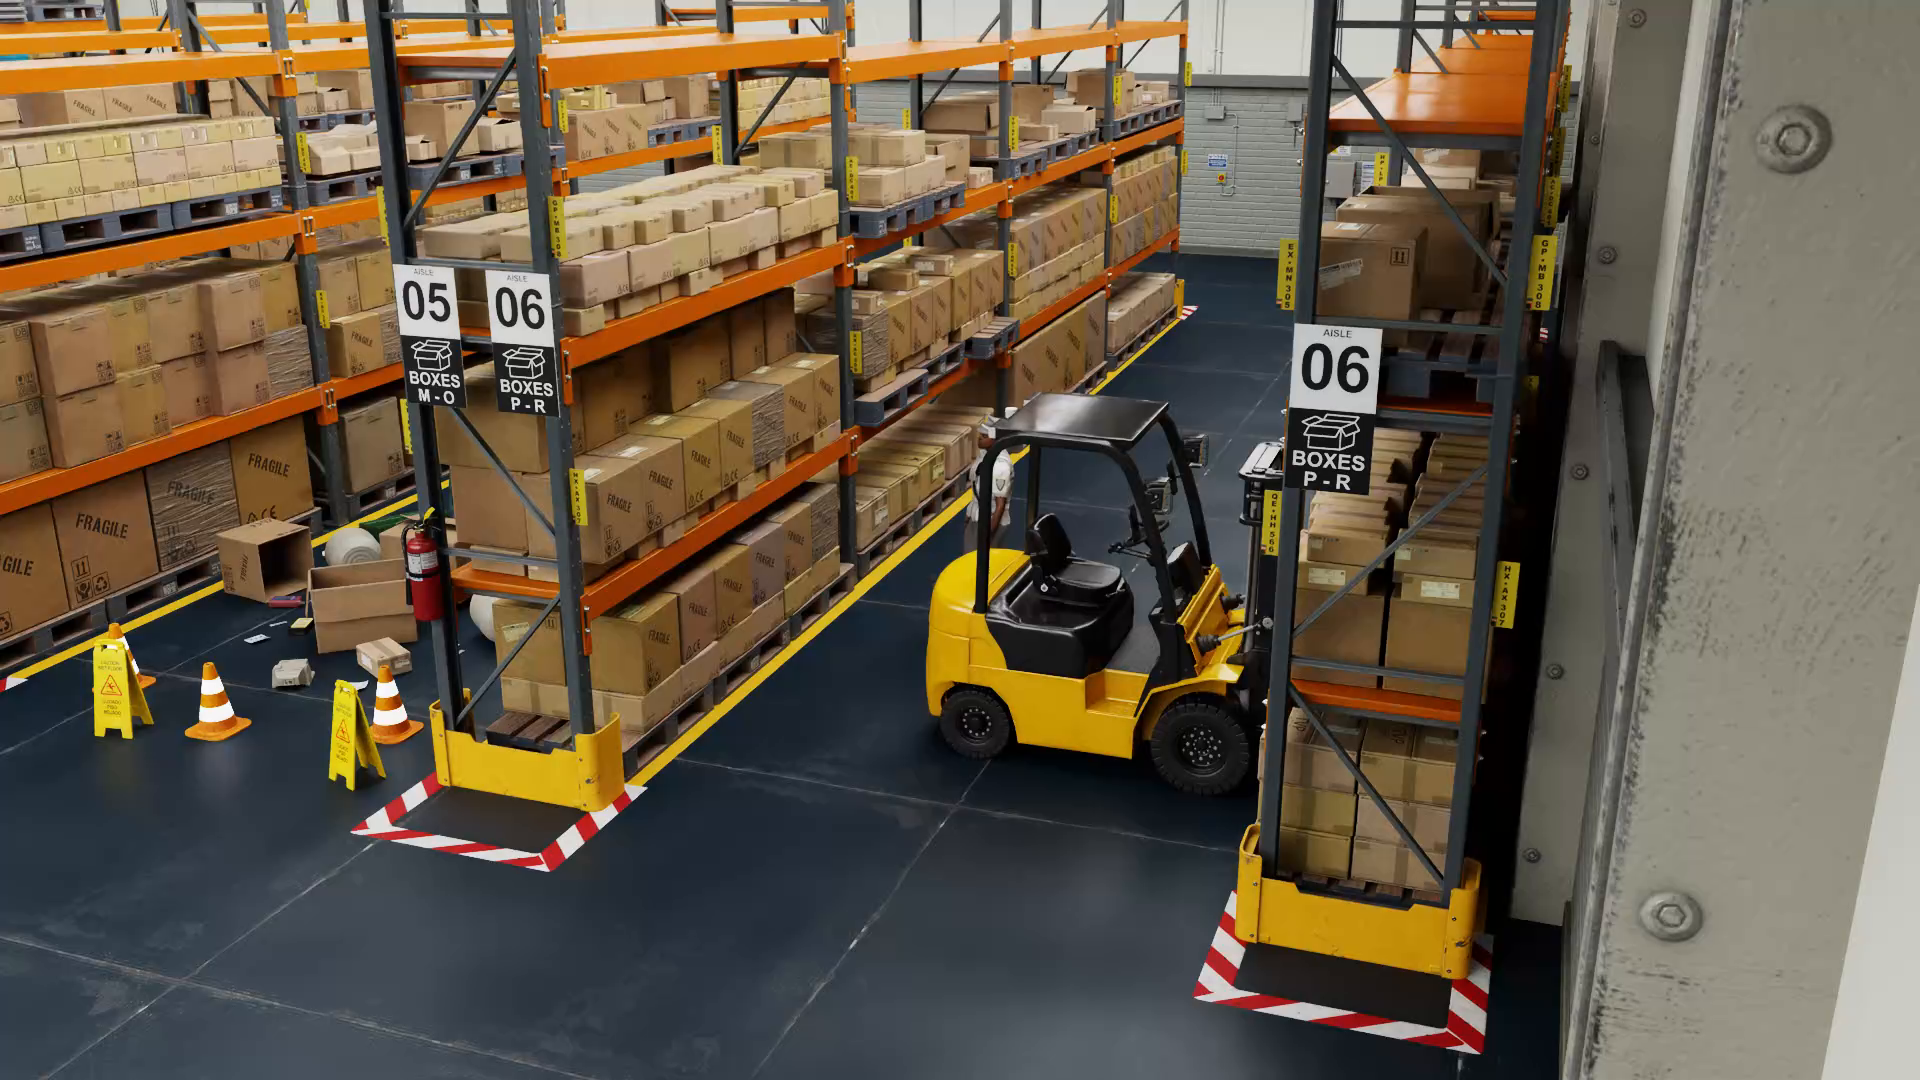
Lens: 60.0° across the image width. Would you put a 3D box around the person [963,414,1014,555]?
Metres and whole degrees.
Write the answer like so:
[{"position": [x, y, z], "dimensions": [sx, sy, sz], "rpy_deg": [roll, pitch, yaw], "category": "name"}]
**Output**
[{"position": [0.125, -0.123, 12.343], "dimensions": [0.529, 1.695, 0.569], "rpy_deg": [-4, 19, -12], "category": "person"}]
